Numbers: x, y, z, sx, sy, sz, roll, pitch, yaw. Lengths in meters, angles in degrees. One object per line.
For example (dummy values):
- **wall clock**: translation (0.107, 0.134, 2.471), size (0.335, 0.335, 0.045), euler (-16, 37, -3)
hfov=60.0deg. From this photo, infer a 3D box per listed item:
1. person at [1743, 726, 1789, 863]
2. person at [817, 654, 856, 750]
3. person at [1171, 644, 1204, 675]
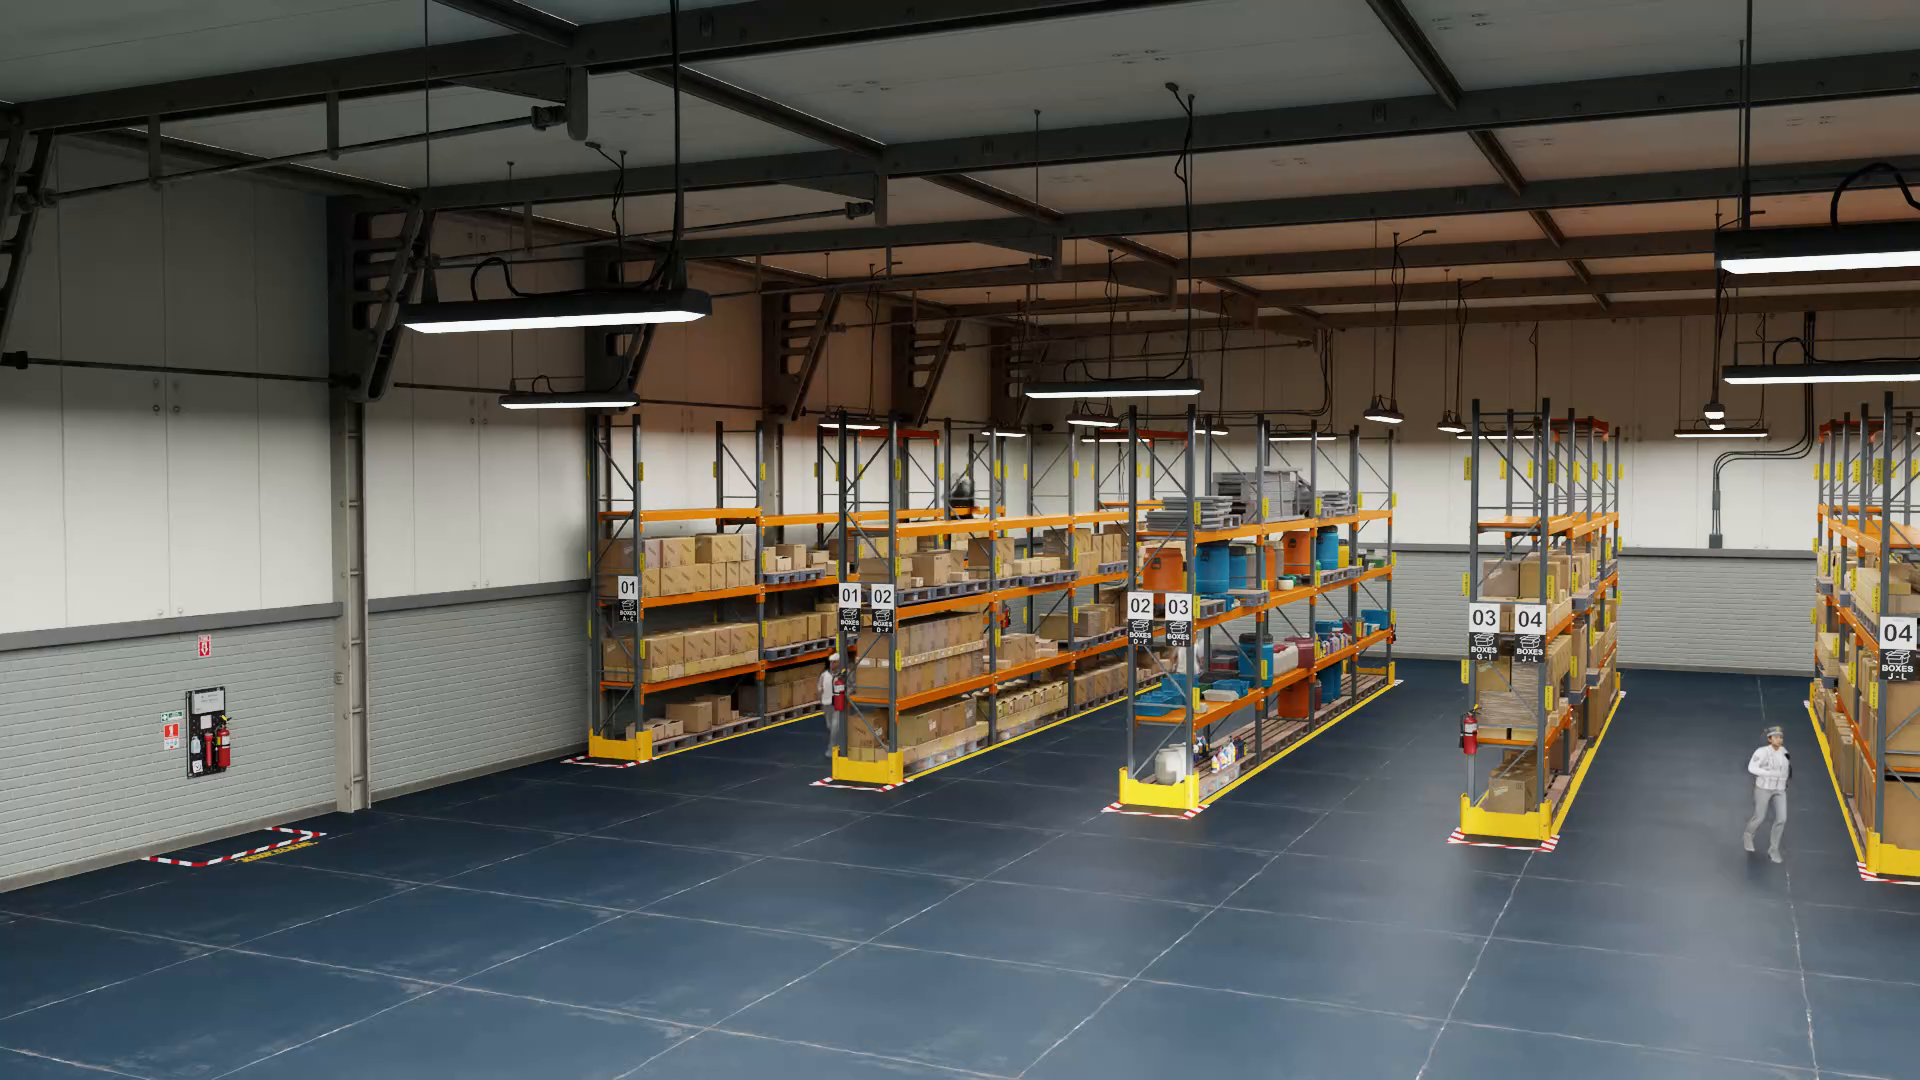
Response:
- **person**: translation (10.510, 3.275, 21.600), size (0.627, 1.762, 0.726), euler (0, 2, -5)
- **person**: translation (-2.199, 2.847, 29.323), size (0.666, 1.692, 0.782), euler (1, 2, 18)
- **person**: translation (4.657, 2.702, 34.122), size (0.679, 1.671, 0.569), euler (1, 2, 16)
